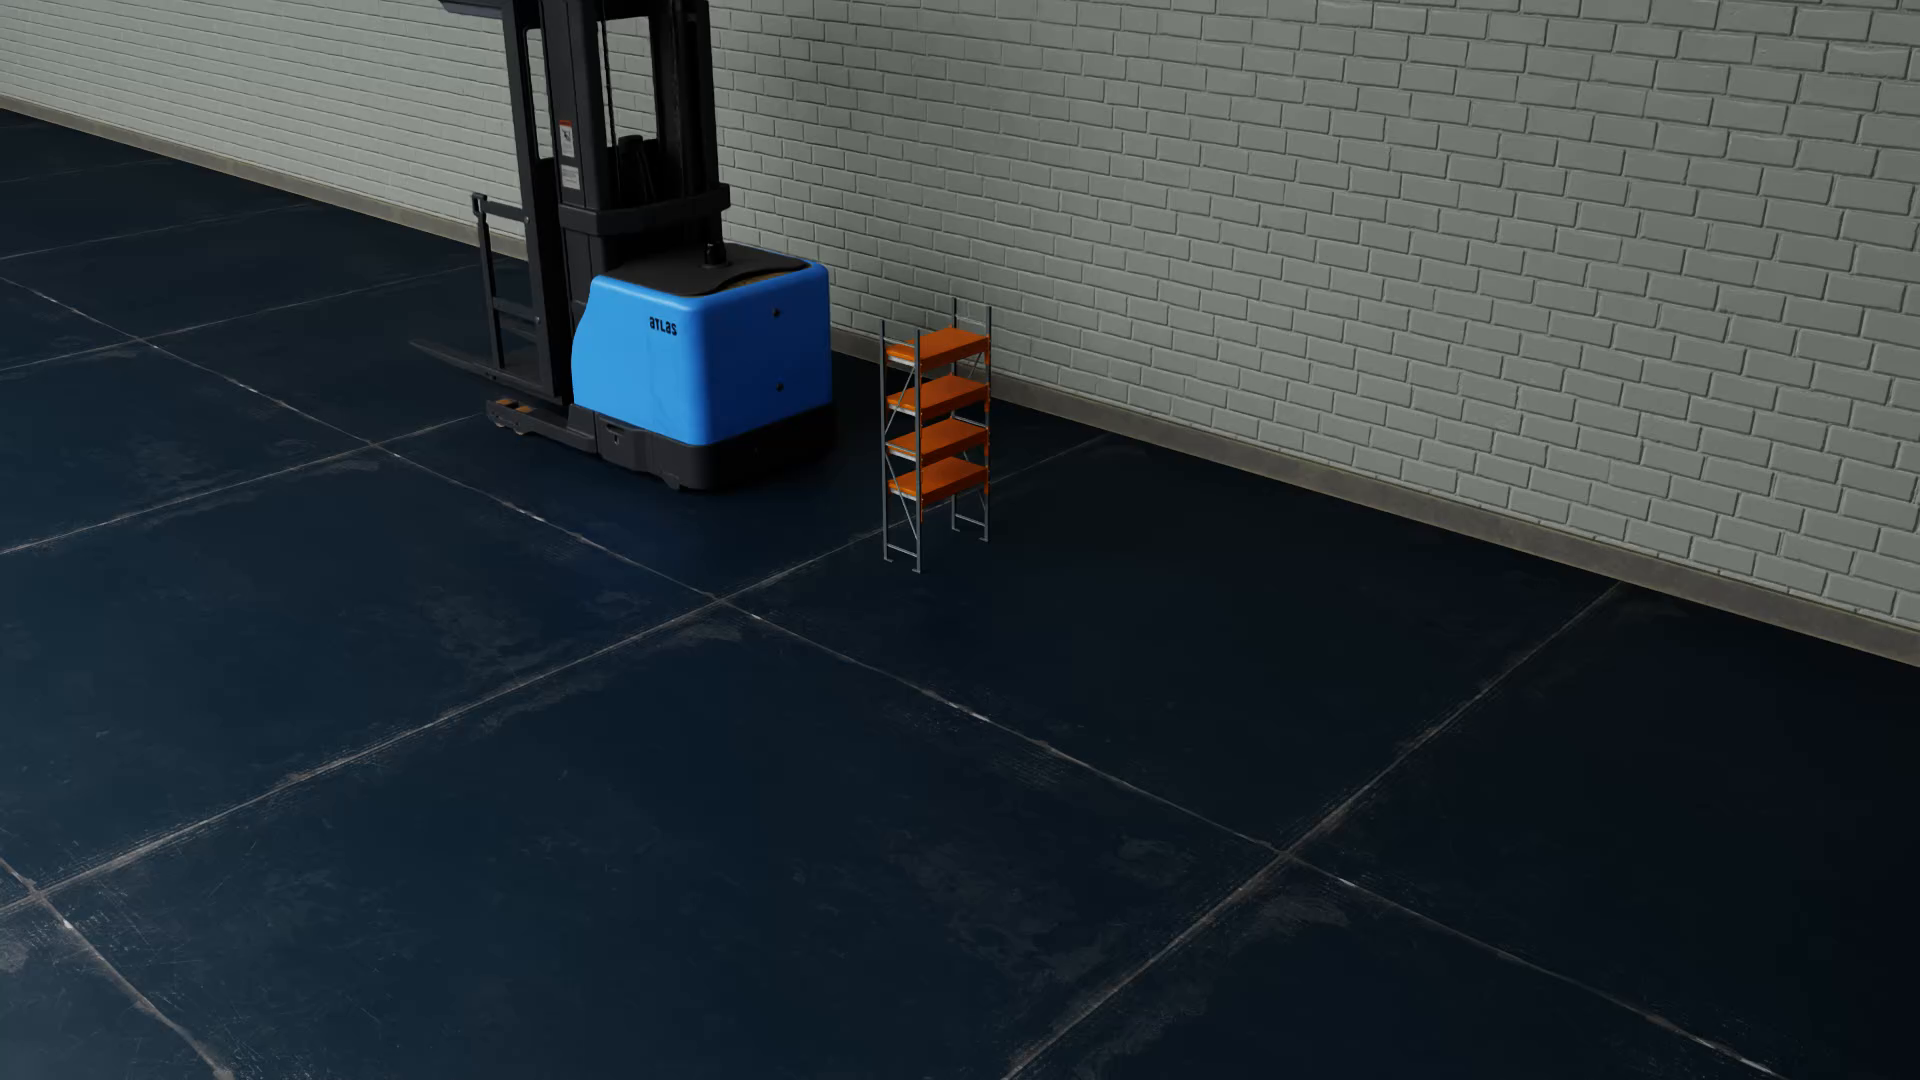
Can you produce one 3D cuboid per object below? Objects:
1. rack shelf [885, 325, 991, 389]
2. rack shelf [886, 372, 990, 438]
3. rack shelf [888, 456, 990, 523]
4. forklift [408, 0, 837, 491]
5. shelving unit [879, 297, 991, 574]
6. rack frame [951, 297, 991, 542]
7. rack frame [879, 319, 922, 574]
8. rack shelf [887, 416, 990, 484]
[{"bbox_3d":[-0.110,-0.856,7.731,0.258,0.148,0.480,20,31,38],"label":"rack shelf"},{"bbox_3d":[-0.110,-0.640,7.828,0.258,0.148,0.480,20,31,38],"label":"rack shelf"},{"bbox_3d":[-0.110,-0.254,8.001,0.258,0.148,0.480,20,31,38],"label":"rack shelf"},{"bbox_3d":[-2.130,-2.085,9.318,3.031,2.935,1.130,20,31,37],"label":"forklift"},{"bbox_3d":[-0.110,-0.497,7.892,0.258,1.200,0.503,20,31,38],"label":"shelving unit"},{"bbox_3d":[0.052,-0.571,8.058,0.240,1.200,0.015,20,31,38],"label":"rack frame"},{"bbox_3d":[-0.273,-0.423,7.726,0.240,1.200,0.015,20,31,38],"label":"rack frame"},{"bbox_3d":[-0.110,-0.436,7.920,0.258,0.148,0.480,20,31,38],"label":"rack shelf"}]
